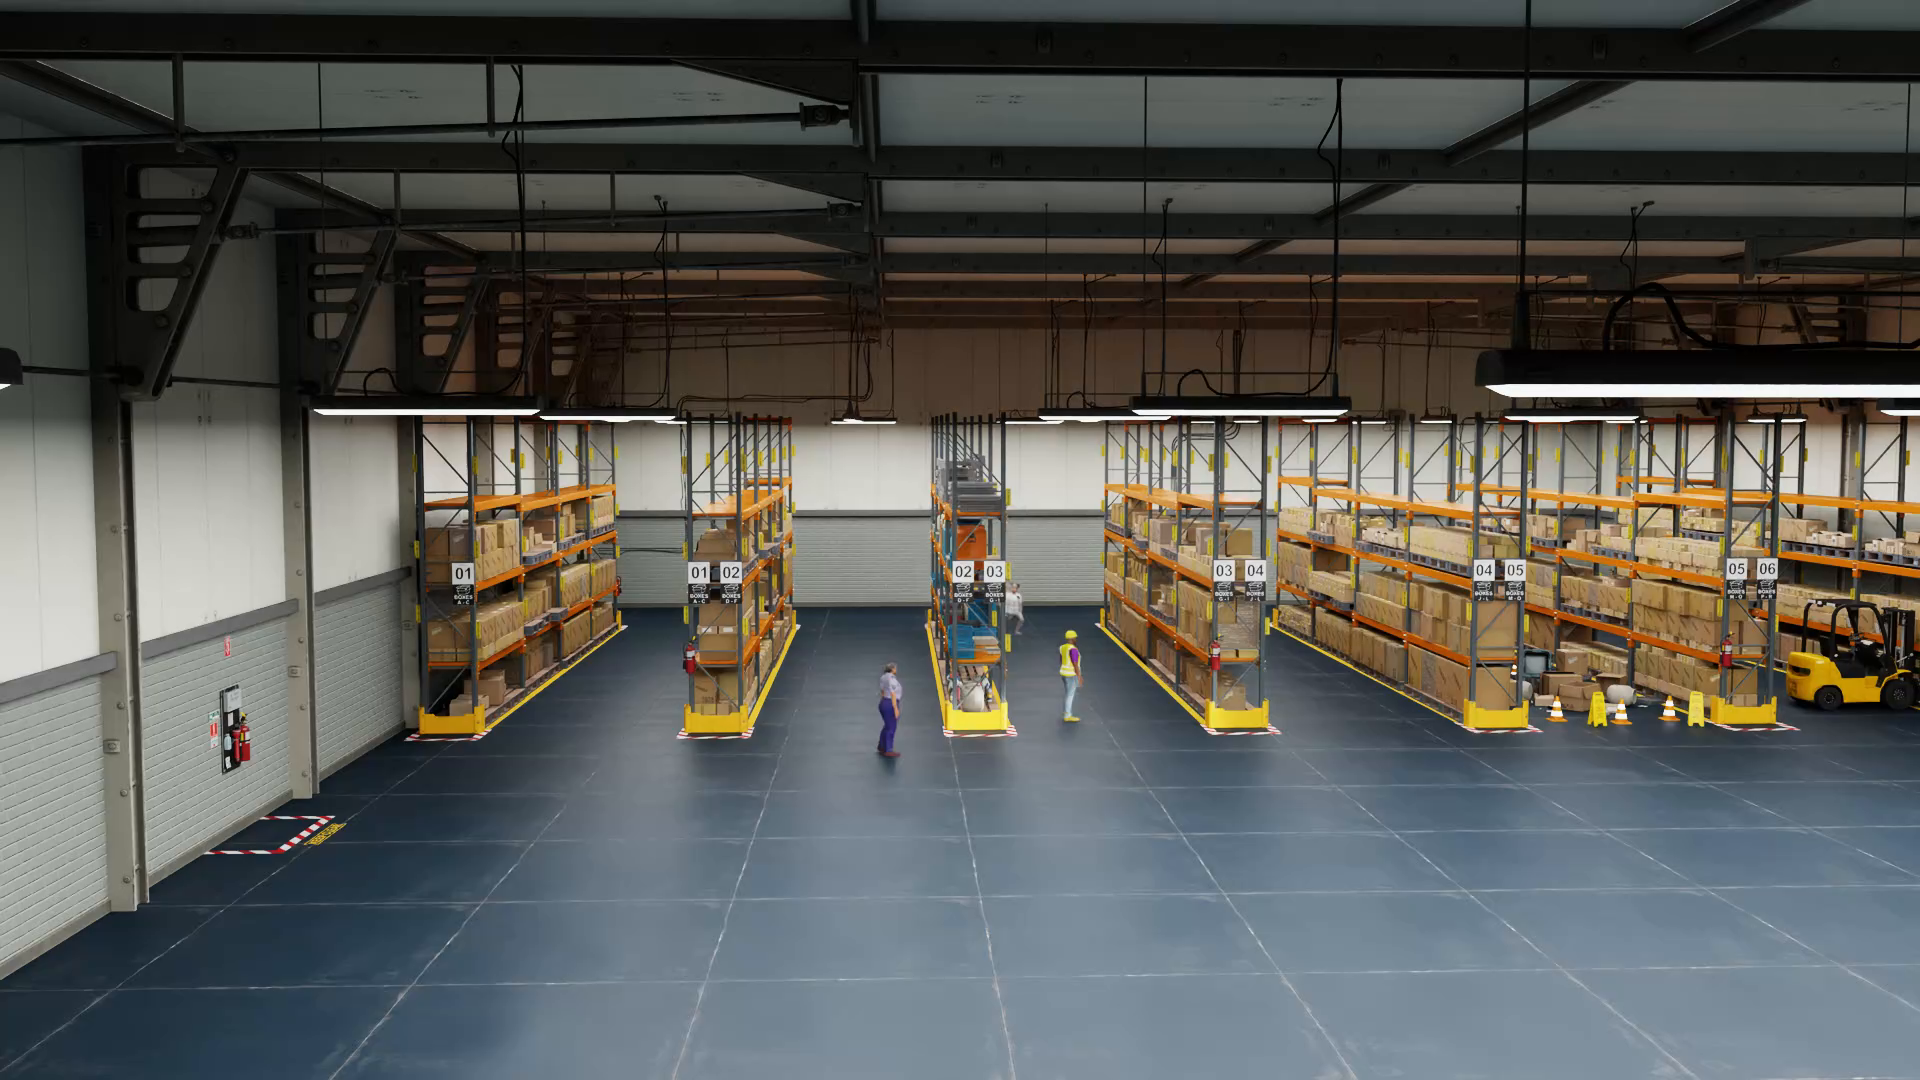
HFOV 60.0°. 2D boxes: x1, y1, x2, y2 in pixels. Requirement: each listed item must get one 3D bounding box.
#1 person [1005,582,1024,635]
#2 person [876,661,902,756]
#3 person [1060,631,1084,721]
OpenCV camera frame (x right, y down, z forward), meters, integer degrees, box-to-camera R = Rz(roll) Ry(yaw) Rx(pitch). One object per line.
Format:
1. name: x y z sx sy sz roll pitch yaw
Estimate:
1. person: 1.389 1.897 43.629 0.546 1.587 0.930 -1 4 -15
2. person: -1.219 2.962 28.979 0.364 1.703 0.574 -2 4 -22
3. person: 2.200 2.662 32.369 0.445 1.793 0.664 -1 4 -18
